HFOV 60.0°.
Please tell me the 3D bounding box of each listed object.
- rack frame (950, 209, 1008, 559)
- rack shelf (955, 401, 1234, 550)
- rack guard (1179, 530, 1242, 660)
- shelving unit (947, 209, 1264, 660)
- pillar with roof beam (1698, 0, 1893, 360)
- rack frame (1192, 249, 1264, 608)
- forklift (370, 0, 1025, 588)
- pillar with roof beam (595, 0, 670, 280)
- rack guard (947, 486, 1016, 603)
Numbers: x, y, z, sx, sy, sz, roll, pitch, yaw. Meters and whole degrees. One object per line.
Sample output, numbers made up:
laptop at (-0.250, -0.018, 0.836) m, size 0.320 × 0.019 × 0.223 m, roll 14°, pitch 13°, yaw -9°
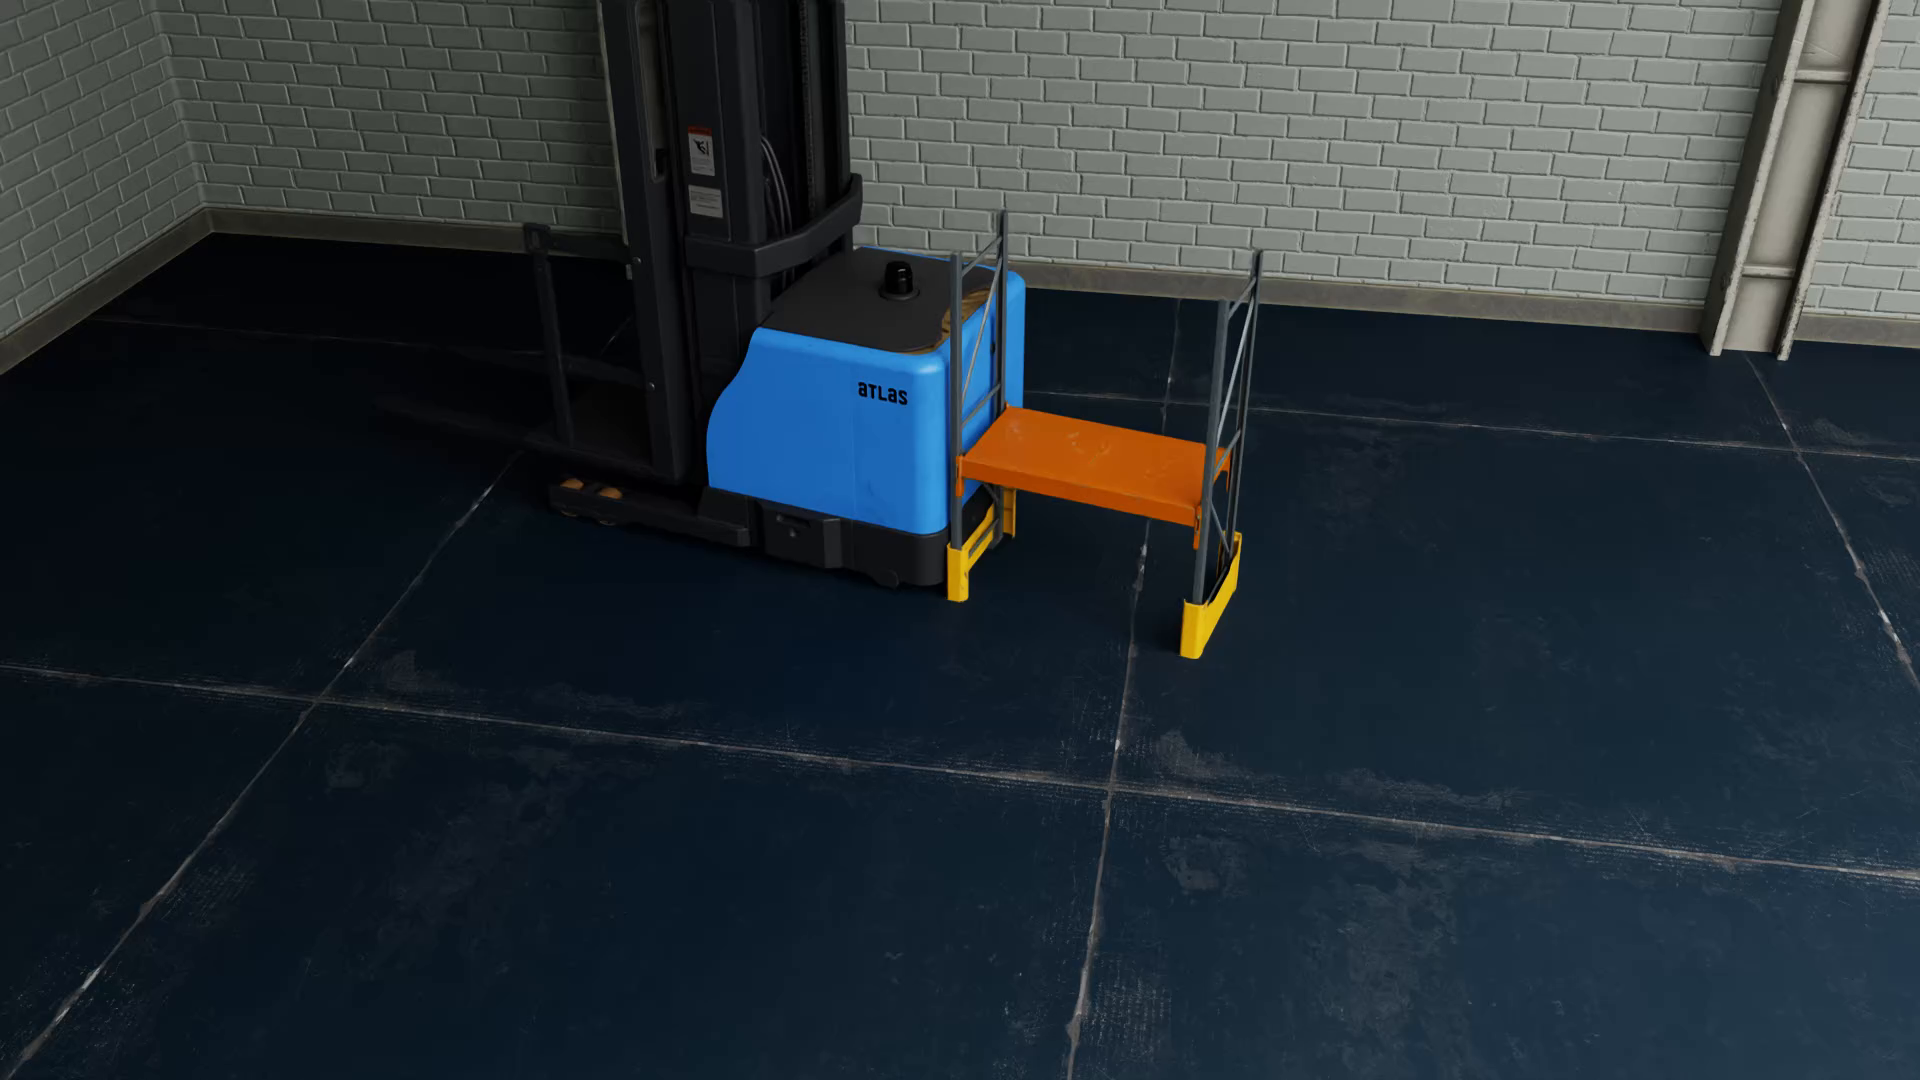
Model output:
rack frame at (0.075, -0.530, 6.683) m, size 0.032 × 1.500 × 0.500 m, roll 13°, pitch 34°, yaw 20°
rack shelf at (0.542, -0.271, 6.608) m, size 1.000 × 0.185 × 0.538 m, roll 13°, pitch 34°, yaw 20°
rack guard at (1.008, 0.213, 6.674) m, size 0.087 × 0.250 × 0.587 m, roll 13°, pitch 34°, yaw 20°
shelving unit at (0.550, -0.421, 6.510) m, size 1.083 × 1.500 × 0.587 m, roll 13°, pitch 34°, yaw 20°
pillar with roof beam at (3.469, -2.607, 2.934) m, size 0.400 × 9.000 × 9.100 m, roll 5°, pitch 32°, yaw 8°
rack frame at (1.009, -0.316, 6.342) m, size 0.032 × 1.500 × 0.500 m, roll 13°, pitch 34°, yaw 20°
forklift at (-1.273, -1.548, 6.961) m, size 3.031 × 2.935 × 1.130 m, roll 13°, pitch 34°, yaw 20°
pillar with roof beam at (-2.445, -3.143, 3.790) m, size 0.400 × 9.000 × 9.100 m, roll 5°, pitch 32°, yaw 8°
rack guard at (0.093, 0.004, 7.008) m, size 0.087 × 0.250 × 0.587 m, roll 13°, pitch 34°, yaw 20°
